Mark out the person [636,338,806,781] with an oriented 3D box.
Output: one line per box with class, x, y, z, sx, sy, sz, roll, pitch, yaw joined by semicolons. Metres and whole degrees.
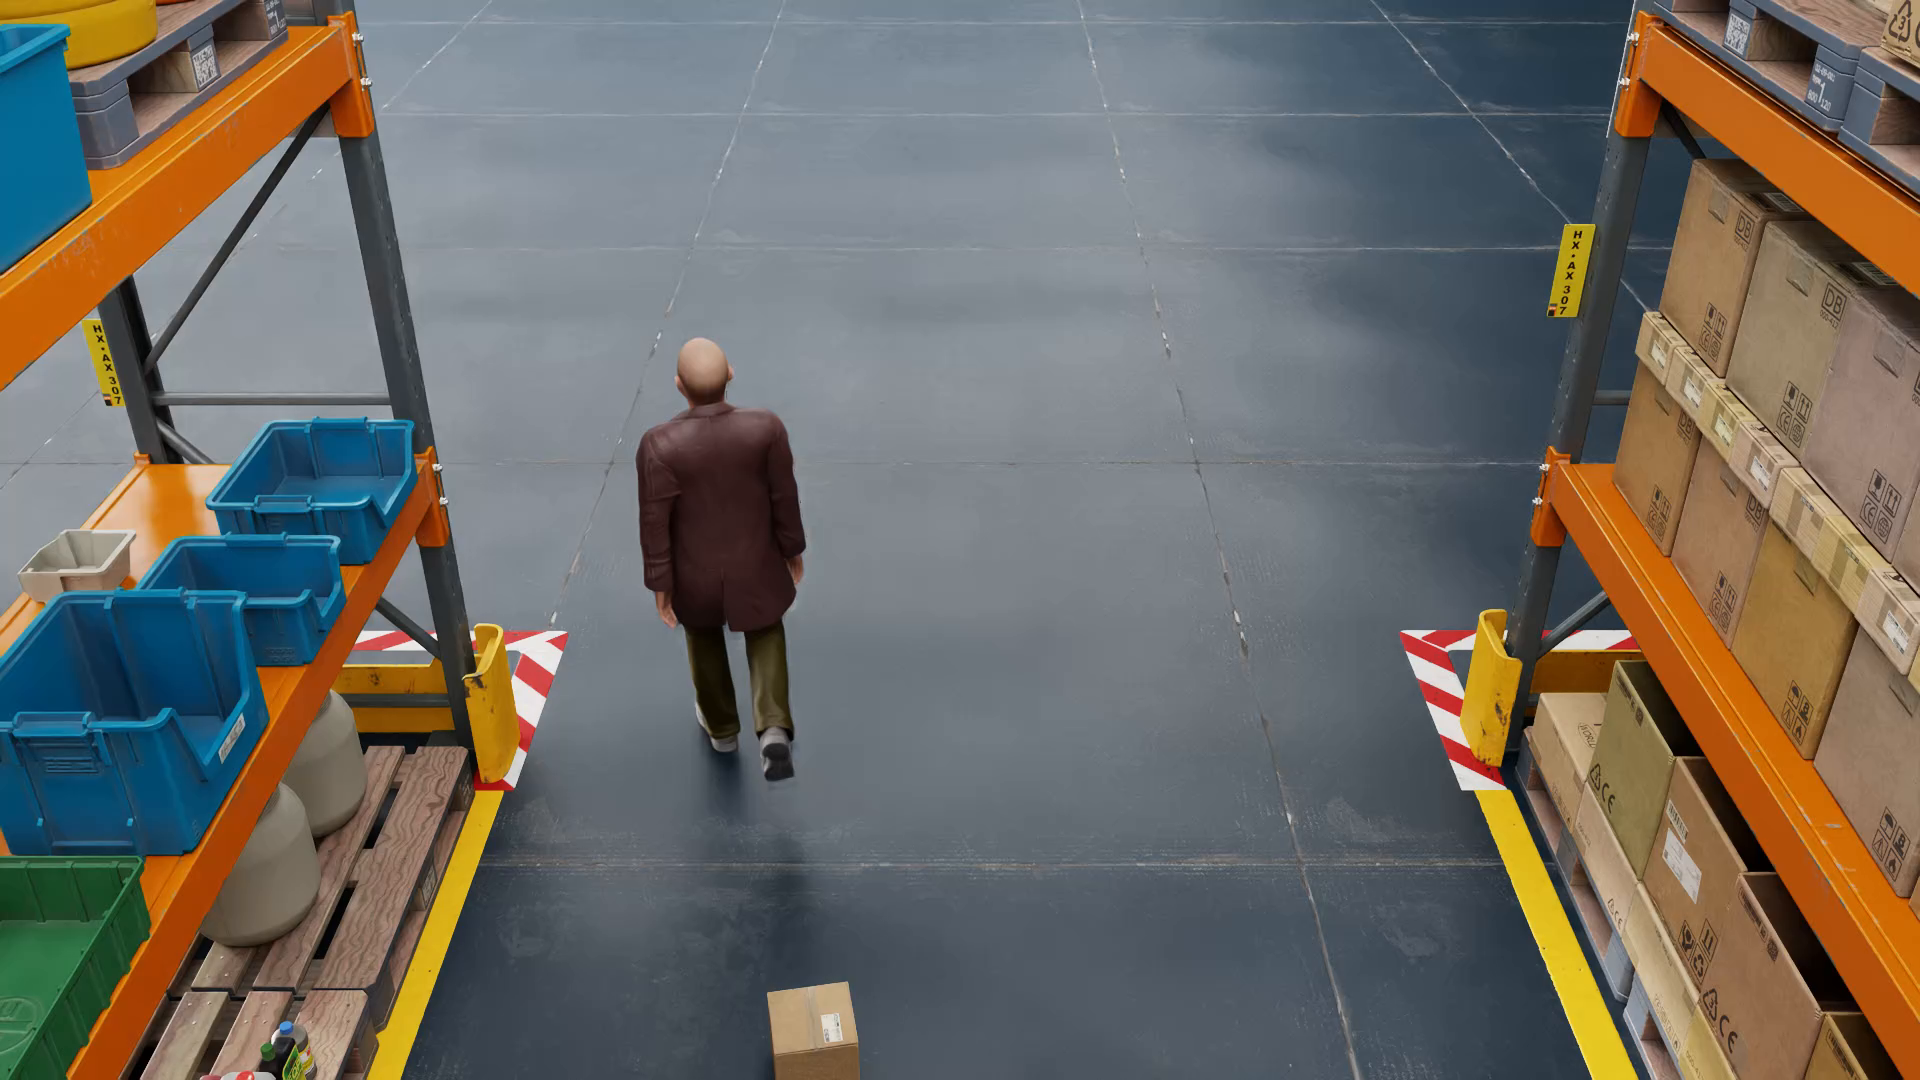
person;-0.833;0.183;6.012;0.595;1.550;0.811;-7;32;-12
